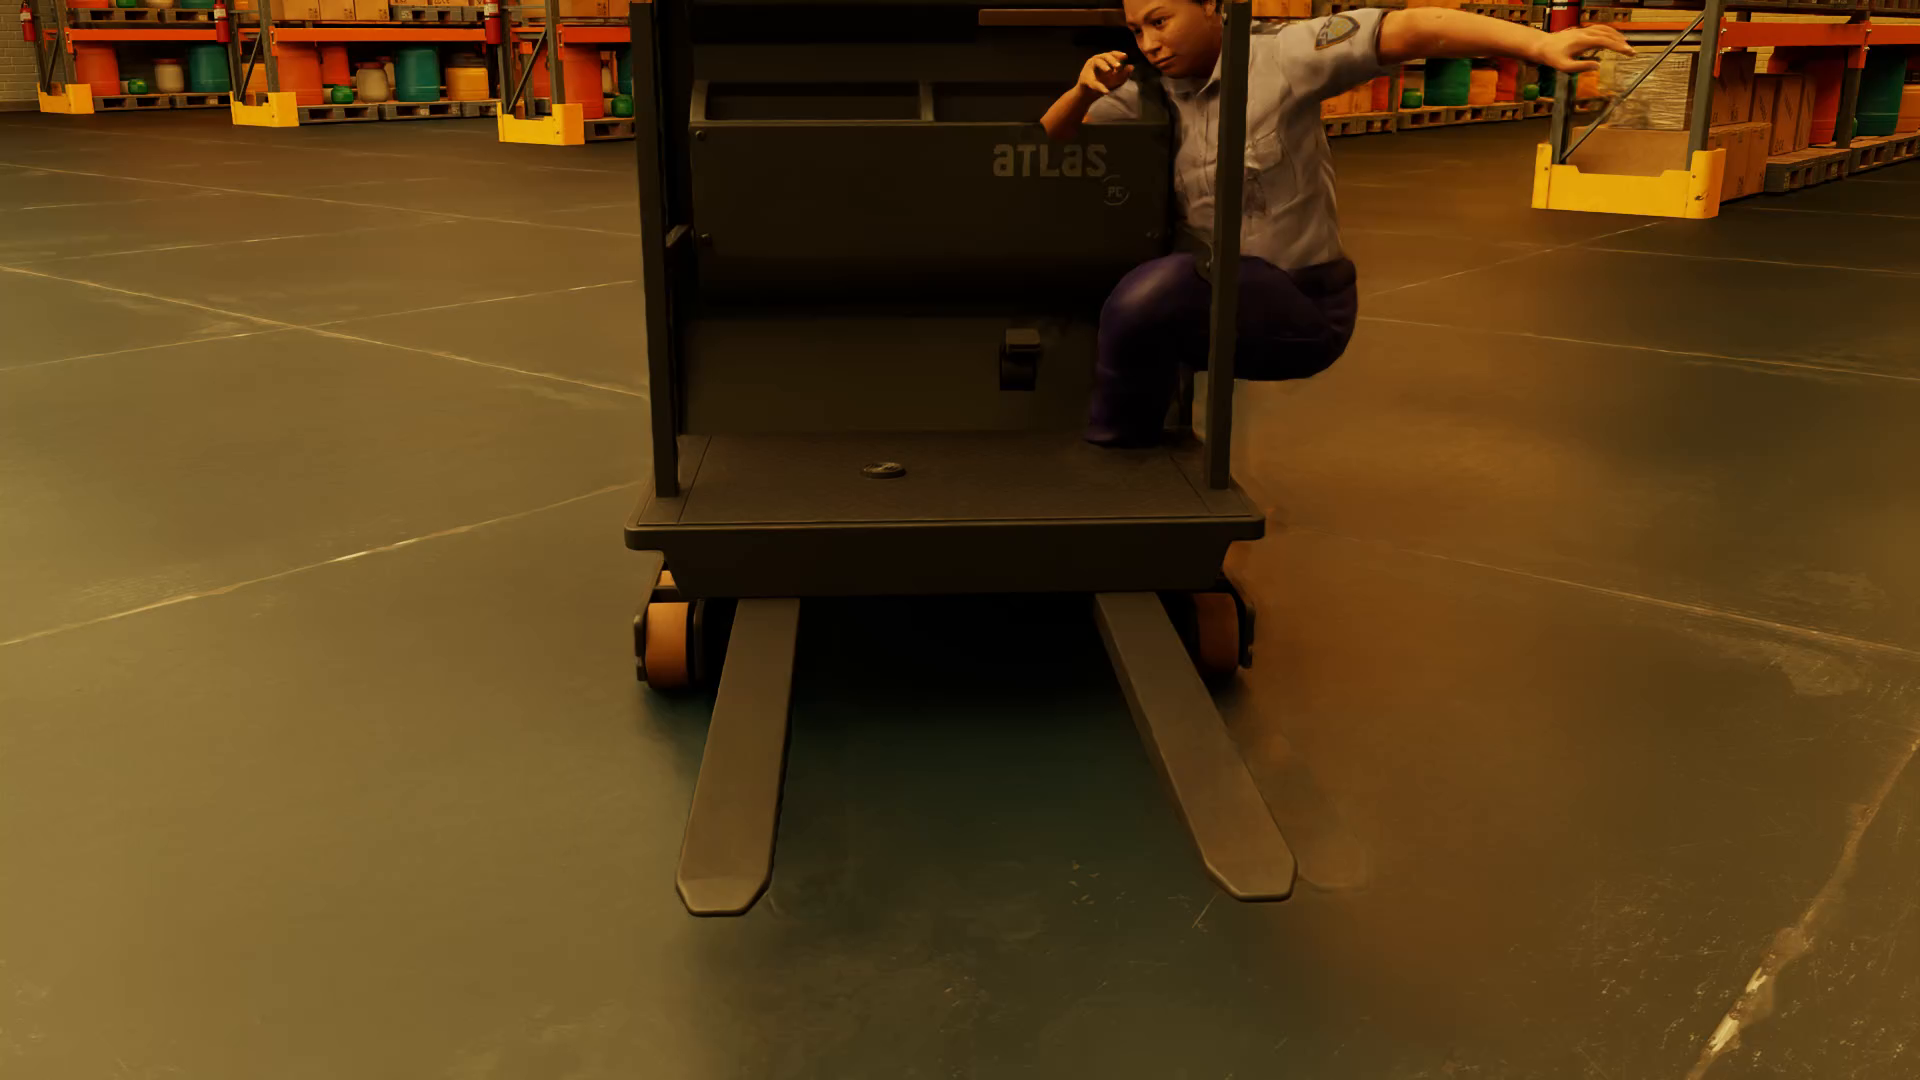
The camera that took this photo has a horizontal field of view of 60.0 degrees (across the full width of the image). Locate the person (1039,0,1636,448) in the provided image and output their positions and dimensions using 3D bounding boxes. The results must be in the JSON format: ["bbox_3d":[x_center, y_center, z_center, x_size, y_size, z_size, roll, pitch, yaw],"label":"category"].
[{"bbox_3d":[0.525,-0.454,3.220,0.709,1.344,1.286,-10,19,-29],"label":"person"}]

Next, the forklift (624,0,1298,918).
[{"bbox_3d":[-0.044,-1.224,2.929,1.130,2.935,3.031,-1,17,-3],"label":"forklift"}]
